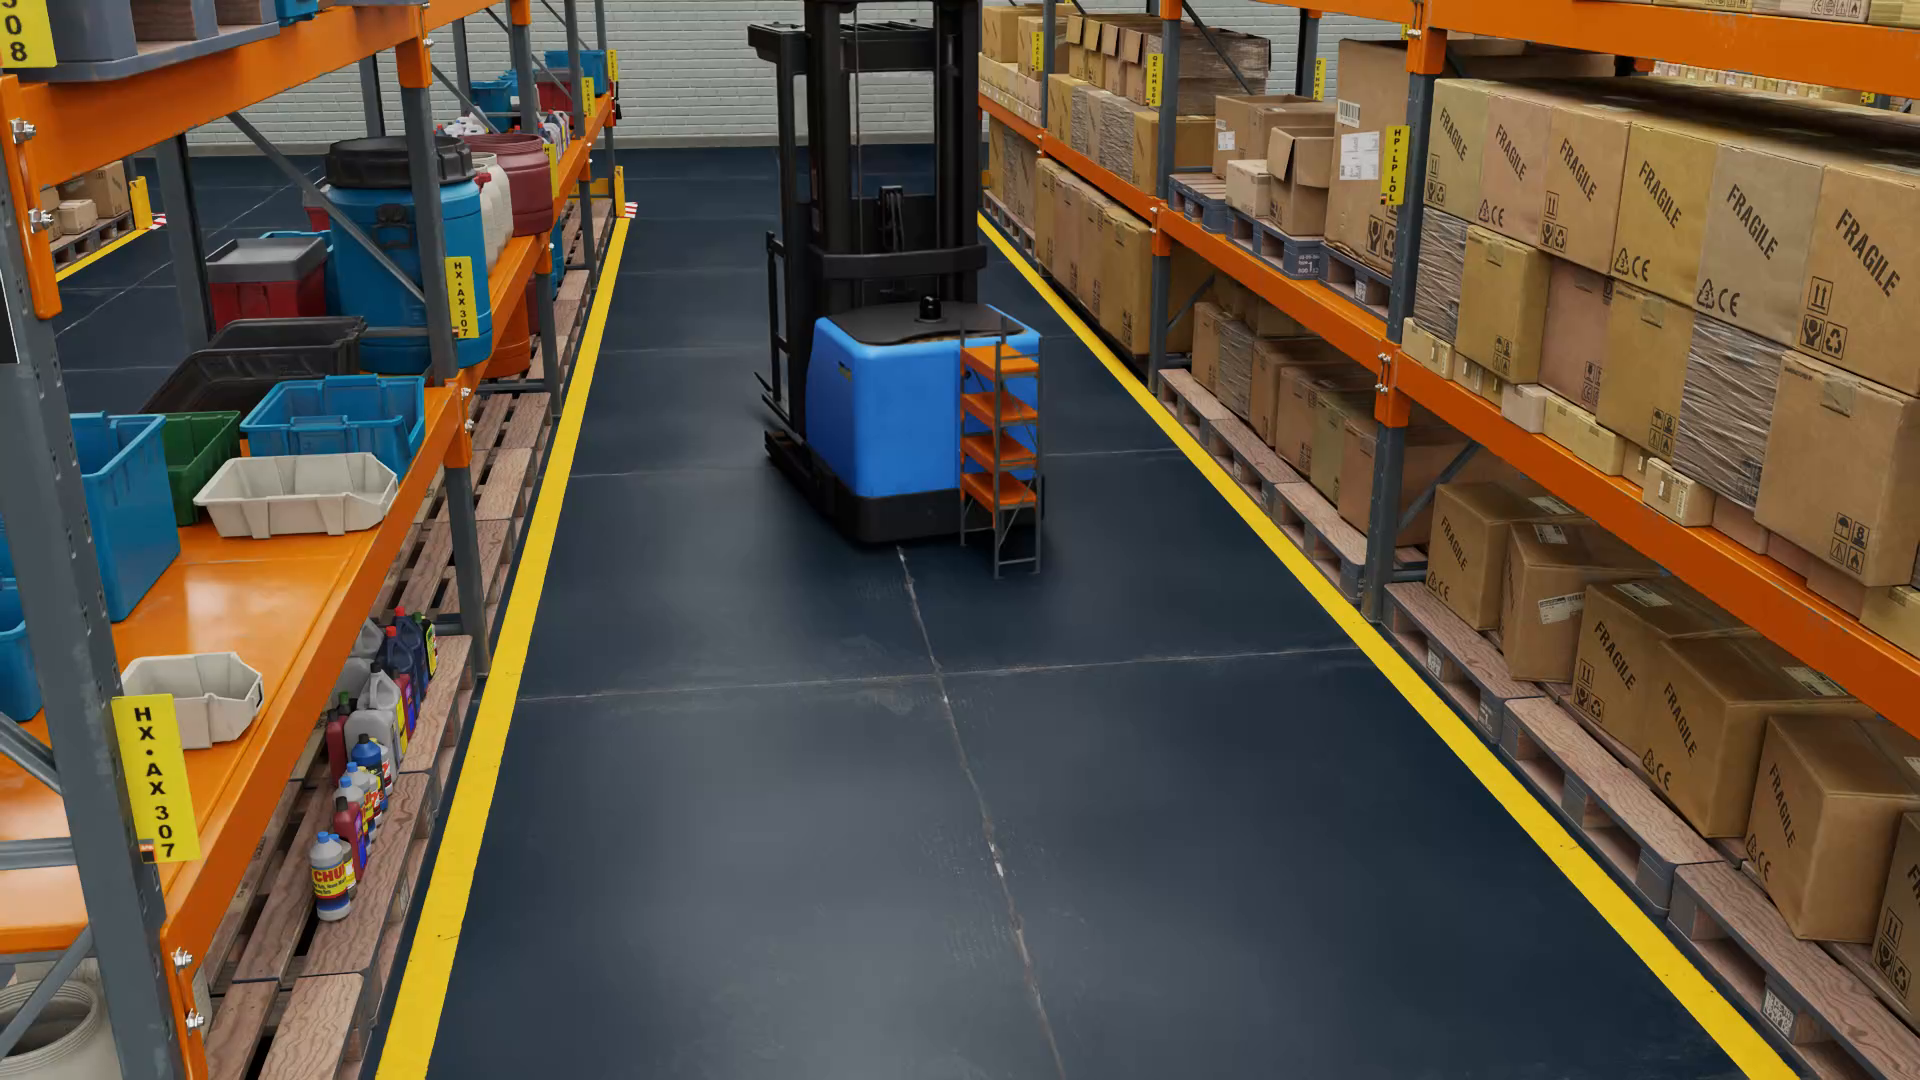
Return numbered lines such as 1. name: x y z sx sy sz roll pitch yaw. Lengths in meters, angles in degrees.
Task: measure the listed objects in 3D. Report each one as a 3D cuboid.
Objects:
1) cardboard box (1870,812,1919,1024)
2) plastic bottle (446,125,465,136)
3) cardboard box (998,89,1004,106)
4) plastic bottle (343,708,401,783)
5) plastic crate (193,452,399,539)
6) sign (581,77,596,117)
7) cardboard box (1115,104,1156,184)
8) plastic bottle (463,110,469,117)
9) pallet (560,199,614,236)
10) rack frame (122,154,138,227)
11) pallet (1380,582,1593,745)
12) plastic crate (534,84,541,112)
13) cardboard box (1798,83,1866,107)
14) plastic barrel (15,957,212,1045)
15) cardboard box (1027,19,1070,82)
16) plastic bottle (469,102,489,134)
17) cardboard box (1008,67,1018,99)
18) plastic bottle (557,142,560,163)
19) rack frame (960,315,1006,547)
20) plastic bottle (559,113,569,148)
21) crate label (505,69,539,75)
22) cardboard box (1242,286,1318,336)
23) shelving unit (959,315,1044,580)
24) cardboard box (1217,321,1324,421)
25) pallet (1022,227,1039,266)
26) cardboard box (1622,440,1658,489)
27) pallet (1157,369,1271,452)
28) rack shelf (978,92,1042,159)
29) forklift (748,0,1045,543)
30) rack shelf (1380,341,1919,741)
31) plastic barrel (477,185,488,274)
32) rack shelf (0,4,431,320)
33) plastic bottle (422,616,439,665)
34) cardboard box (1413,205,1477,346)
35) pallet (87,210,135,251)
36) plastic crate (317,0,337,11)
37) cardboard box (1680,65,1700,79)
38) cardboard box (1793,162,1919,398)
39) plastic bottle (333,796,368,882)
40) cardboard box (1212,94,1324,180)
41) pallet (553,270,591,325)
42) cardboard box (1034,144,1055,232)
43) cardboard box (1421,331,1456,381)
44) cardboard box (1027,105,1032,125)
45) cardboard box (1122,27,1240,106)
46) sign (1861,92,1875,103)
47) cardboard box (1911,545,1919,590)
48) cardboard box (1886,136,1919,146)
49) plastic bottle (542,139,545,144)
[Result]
1. cardboard box: 2.878 1.083 4.501 0.500 0.500 0.500 1 20 2
2. plastic bottle: -3.856 -3.021 12.694 0.152 0.276 0.135 -3 21 -8
3. cardboard box: 0.593 -4.424 16.633 0.380 0.149 0.250 -3 21 -9
4. plastic bottle: -2.054 0.704 5.809 0.152 0.276 0.135 -3 21 -7
5. plastic crate: -2.041 -0.136 5.171 0.530 0.136 0.437 -3 21 -8
6. sign: -3.135 -3.736 14.036 0.100 0.325 0.005 -3 21 -8
7. cardboard box: 1.416 -2.822 11.842 0.500 0.500 0.500 -3 21 -8
8. plastic bottle: -4.049 -3.376 13.635 0.061 0.283 0.133 -3 21 -8
9. pallet: -4.176 -3.370 17.438 1.003 0.211 1.213 -3 21 -8
10. rack frame: -9.158 -4.715 17.054 1.000 3.000 0.127 -3 21 -8
11. pallet: 2.507 0.478 7.134 1.003 0.211 1.213 -3 21 -8
12. plastic crate: -3.717 -4.090 15.462 0.437 0.282 0.530 -3 21 -8
13. cardboard box: 6.197 -3.163 11.807 0.380 0.149 0.250 -4 21 -10
14. plastic barrel: -2.192 1.147 4.314 0.421 0.512 0.421 0 20 0
15. cardboard box: 0.891 -4.395 14.913 0.500 0.500 0.500 -2 21 -6
16. plastic bottle: -3.944 -3.404 13.613 0.144 0.351 0.185 -3 21 -8
17. cardboard box: 0.748 -4.393 15.981 0.500 0.250 0.500 -2 21 -7
18. plastic bottle: -3.114 -2.979 12.690 0.097 0.201 0.097 0 20 0
19. rack frame: 0.115 -0.542 8.452 0.240 1.200 0.015 -7 22 -19
20. plastic bottle: -3.224 -3.326 13.502 0.061 0.283 0.133 -3 21 -8
21. crate label: -4.546 -4.812 17.465 0.416 0.233 0.303 -3 21 -8
22. cardboard box: 2.011 -1.417 10.094 0.500 0.250 0.500 -1 20 -2
23. shelving unit: 0.198 -0.461 8.237 0.258 1.200 0.503 -7 22 -19
24. cardboard box: 2.007 -1.057 10.202 0.700 0.500 0.500 -5 21 -12
25. pallet: 1.190 -2.790 15.884 1.003 0.211 1.213 -3 21 -8
26. cardboard box: 2.419 -0.249 5.454 0.380 0.149 0.250 -3 21 -8
27. pallet: 1.910 -0.867 10.736 1.003 0.211 1.213 -3 21 -8
28. rack shelf: 0.934 -4.184 16.660 1.077 0.370 4.000 -3 21 -8
29. forklift: -0.535 -1.842 9.459 1.130 2.935 3.031 -7 22 -19
30. rack shelf: 2.663 -0.030 5.536 1.077 0.370 4.000 -3 21 -8
31. plastic barrel: -2.553 -1.469 8.168 0.433 0.535 0.433 0 20 0
32. rack shelf: -2.238 -1.185 4.343 1.077 0.370 4.000 -3 21 -8
33. plastic bottle: -2.166 0.406 6.714 0.097 0.201 0.097 0 20 0
34. cardboard box: 2.379 -1.086 6.769 0.875 0.500 0.500 -3 21 -8
35. pallet: -9.031 -3.107 16.733 1.003 0.211 1.213 -3 21 -8
36. plastic crate: -1.895 -1.556 4.684 0.243 0.136 0.396 -3 21 -8
37. cardboard box: 5.976 -3.701 13.248 0.380 0.149 0.250 -2 21 -6
38. cardboard box: 2.550 -0.679 4.251 0.500 0.500 0.500 -3 21 -8
39. plastic bottle: -1.917 0.919 5.221 0.061 0.283 0.133 -3 21 -7
40. cardboard box: 1.916 -2.503 10.386 0.500 0.500 0.500 -6 21 -14
41. pallet: -3.609 -2.003 13.779 1.003 0.211 1.213 -3 21 -8
42. cardboard box: 1.206 -3.263 15.601 0.875 0.875 0.875 -3 21 -8
43. cardboard box: 2.132 -0.764 6.835 0.380 0.149 0.250 -3 21 -8
44. cardboard box: 0.816 -3.890 15.202 0.380 0.149 0.250 -3 21 -7
45. cardboard box: 1.618 -3.440 12.064 0.797 0.503 0.637 -2 21 -6
46. sign: 6.186 -3.134 11.278 0.100 0.325 0.005 -3 21 -8
47. cardboard box: 2.900 -0.052 4.000 0.875 0.500 0.500 -3 21 -8
48. cardboard box: 3.003 -0.879 4.786 0.500 0.500 0.500 -3 21 -8
49. plastic bottle: -3.001 -2.741 11.953 0.097 0.271 0.097 0 20 0
